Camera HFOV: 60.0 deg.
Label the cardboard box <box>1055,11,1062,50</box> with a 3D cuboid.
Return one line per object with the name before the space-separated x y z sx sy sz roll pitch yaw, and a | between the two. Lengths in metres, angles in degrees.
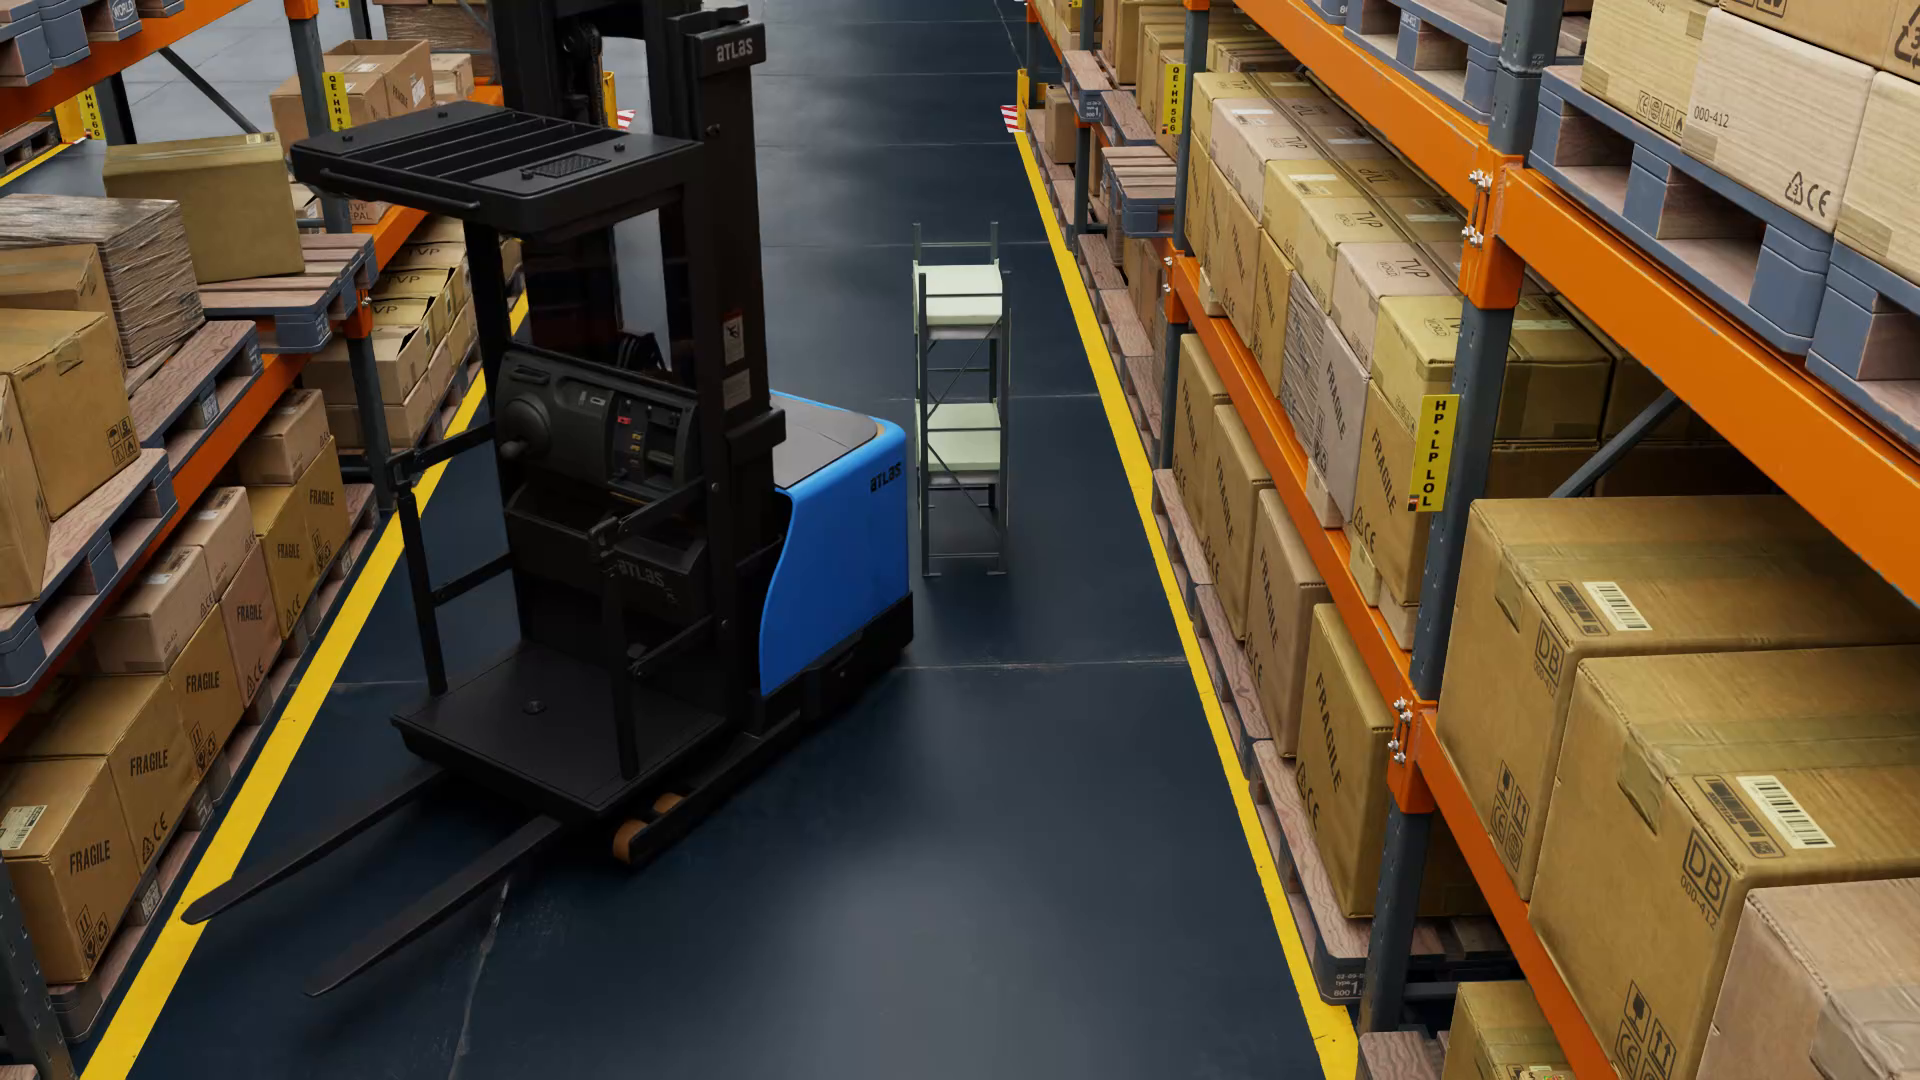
cardboard box | 0.994 -3.838 12.505 0.500 0.250 0.500 -1 28 -2

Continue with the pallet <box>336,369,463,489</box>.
pallet | -3.403 -0.630 9.230 1.003 0.211 1.213 -1 28 -3

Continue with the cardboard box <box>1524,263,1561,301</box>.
cardboard box | 1.959 -0.737 5.157 0.500 0.250 0.500 -1 28 -2

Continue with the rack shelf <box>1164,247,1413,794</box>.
rack shelf | 1.652 -0.364 6.482 1.077 0.370 4.000 -1 28 -3

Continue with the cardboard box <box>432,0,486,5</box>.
cardboard box | -3.429 -3.793 11.470 0.380 0.149 0.250 -1 28 -3

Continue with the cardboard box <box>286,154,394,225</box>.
cardboard box | -3.252 -1.863 8.676 0.500 0.311 0.500 -2 28 -3

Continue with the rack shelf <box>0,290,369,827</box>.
rack shelf | -3.295 -0.243 6.250 1.077 0.370 4.000 -1 28 -3

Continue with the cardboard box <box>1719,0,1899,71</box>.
cardboard box | 1.547 -1.013 2.493 0.500 0.500 0.500 -2 28 -4

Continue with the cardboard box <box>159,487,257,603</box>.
cardboard box | -3.051 0.020 6.384 0.500 0.250 0.500 -2 28 -4

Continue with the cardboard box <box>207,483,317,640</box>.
cardboard box | -3.089 0.093 7.055 0.500 0.500 0.500 -2 28 -5

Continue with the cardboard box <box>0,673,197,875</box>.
cardboard box | -3.011 0.800 5.700 0.500 0.500 0.500 -1 28 -2

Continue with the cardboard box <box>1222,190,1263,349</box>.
cardboard box | 1.360 -1.090 6.645 0.500 0.500 0.500 -2 28 -3

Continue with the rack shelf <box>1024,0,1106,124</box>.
rack shelf | 1.234 -4.059 13.566 1.077 0.370 4.000 -1 28 -3

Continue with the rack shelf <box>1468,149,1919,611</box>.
rack shelf | 1.861 0.153 2.247 1.077 0.370 4.000 -1 28 -3

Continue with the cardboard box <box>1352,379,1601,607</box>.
cardboard box | 1.481 -0.152 4.846 0.500 0.500 0.500 -2 28 -3

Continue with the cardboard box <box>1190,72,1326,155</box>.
cardboard box | 1.315 -1.895 7.377 0.500 0.250 0.500 -1 28 -1

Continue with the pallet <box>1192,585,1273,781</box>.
pallet | 1.574 0.558 6.952 1.003 0.211 1.213 -1 28 -3

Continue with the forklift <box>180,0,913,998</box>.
forklift | -1.431 -0.345 5.811 1.129 2.867 3.031 17 32 29

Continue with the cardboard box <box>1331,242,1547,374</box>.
cardboard box | 1.460 -0.723 5.130 0.500 0.250 0.500 -1 28 -2

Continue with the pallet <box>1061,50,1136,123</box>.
pallet | 1.233 -3.012 10.989 1.003 0.211 1.213 -1 28 -3

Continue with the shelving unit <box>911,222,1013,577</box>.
shelving unit | 0.000 -0.668 7.909 0.431 1.500 0.755 -1 28 -3

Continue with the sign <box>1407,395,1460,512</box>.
sign | 1.215 -0.220 4.262 0.100 0.325 0.005 -1 28 -3

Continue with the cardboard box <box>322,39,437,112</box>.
cardboard box | -3.557 -2.779 10.226 0.500 0.500 0.500 1 28 1

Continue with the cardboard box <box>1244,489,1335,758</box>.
cardboard box | 1.543 0.300 6.301 0.750 0.750 0.750 -1 28 -1

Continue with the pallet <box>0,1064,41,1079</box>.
pallet | -3.155 1.916 4.349 1.003 0.211 1.213 -1 28 -3

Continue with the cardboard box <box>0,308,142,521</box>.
cardboard box | -3.091 -0.409 5.228 0.700 0.500 0.500 3 28 5

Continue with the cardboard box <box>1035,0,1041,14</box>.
cardboard box | 0.900 -4.536 13.843 0.500 0.250 0.500 -2 28 -3

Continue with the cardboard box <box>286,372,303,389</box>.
cardboard box | -3.672 -0.937 8.716 0.500 0.311 0.500 -1 28 -1

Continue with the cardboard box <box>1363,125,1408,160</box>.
cardboard box | 1.877 -1.445 6.514 0.500 0.250 0.500 -2 28 -4

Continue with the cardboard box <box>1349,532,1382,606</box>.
cardboard box | 1.419 0.078 5.107 0.380 0.149 0.250 -1 28 -2

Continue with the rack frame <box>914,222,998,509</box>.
rack frame | -0.019 -0.837 8.233 0.400 1.500 0.023 -1 28 -3

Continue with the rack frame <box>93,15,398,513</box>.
rack frame | -3.399 -1.485 7.854 1.000 3.000 0.127 -1 28 -3

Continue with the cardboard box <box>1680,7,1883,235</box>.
cardboard box | 1.542 -0.692 2.690 0.500 0.250 0.500 -2 28 -4

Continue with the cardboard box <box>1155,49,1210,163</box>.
cardboard box | 1.457 -2.320 8.871 0.700 0.500 0.500 -4 28 -7

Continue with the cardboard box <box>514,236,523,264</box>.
cardboard box | -3.297 -2.115 11.581 0.500 0.250 0.500 -2 28 -3

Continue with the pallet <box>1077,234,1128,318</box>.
pallet | 1.381 -1.858 11.584 1.003 0.211 1.213 -1 28 -3

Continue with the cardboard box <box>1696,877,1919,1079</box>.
cardboard box | 1.849 1.032 2.704 0.980 0.700 0.700 -3 28 -5

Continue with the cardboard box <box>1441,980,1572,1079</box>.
cardboard box | 1.693 1.511 4.359 0.700 0.500 0.500 -1 28 -2

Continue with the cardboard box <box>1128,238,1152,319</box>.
cardboard box | 1.457 -1.727 10.545 0.700 0.500 0.500 -1 28 -2

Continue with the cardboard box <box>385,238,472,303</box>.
cardboard box | -3.221 -1.665 10.112 0.500 0.311 0.500 -2 28 -3

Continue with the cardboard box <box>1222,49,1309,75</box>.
cardboard box | 1.500 -2.292 8.116 0.380 0.149 0.250 -5 28 -9

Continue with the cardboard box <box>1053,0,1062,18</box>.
cardboard box | 0.974 -4.170 12.331 0.500 0.500 0.500 -2 28 -3

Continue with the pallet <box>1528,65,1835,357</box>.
pallet | 1.789 -0.672 3.147 1.003 0.211 1.213 -1 28 -3

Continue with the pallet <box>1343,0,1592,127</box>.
pallet | 1.659 -1.427 4.705 0.805 0.209 1.217 -2 28 -5

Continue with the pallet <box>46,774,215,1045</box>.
pallet | -3.270 1.224 5.676 1.003 0.211 1.213 -1 28 -3

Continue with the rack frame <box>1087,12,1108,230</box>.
rack frame | 1.336 -3.454 11.628 0.949 2.616 0.053 -1 28 -3

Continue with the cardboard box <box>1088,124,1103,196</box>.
cardboard box | 1.245 -3.019 13.022 0.500 0.500 0.500 -3 28 -7

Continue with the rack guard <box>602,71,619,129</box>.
rack guard | -3.818 -4.083 15.537 1.175 0.500 0.348 -1 28 -3

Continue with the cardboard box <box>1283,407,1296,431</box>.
cardboard box | 1.431 -0.517 6.247 0.380 0.149 0.250 -1 28 -1
